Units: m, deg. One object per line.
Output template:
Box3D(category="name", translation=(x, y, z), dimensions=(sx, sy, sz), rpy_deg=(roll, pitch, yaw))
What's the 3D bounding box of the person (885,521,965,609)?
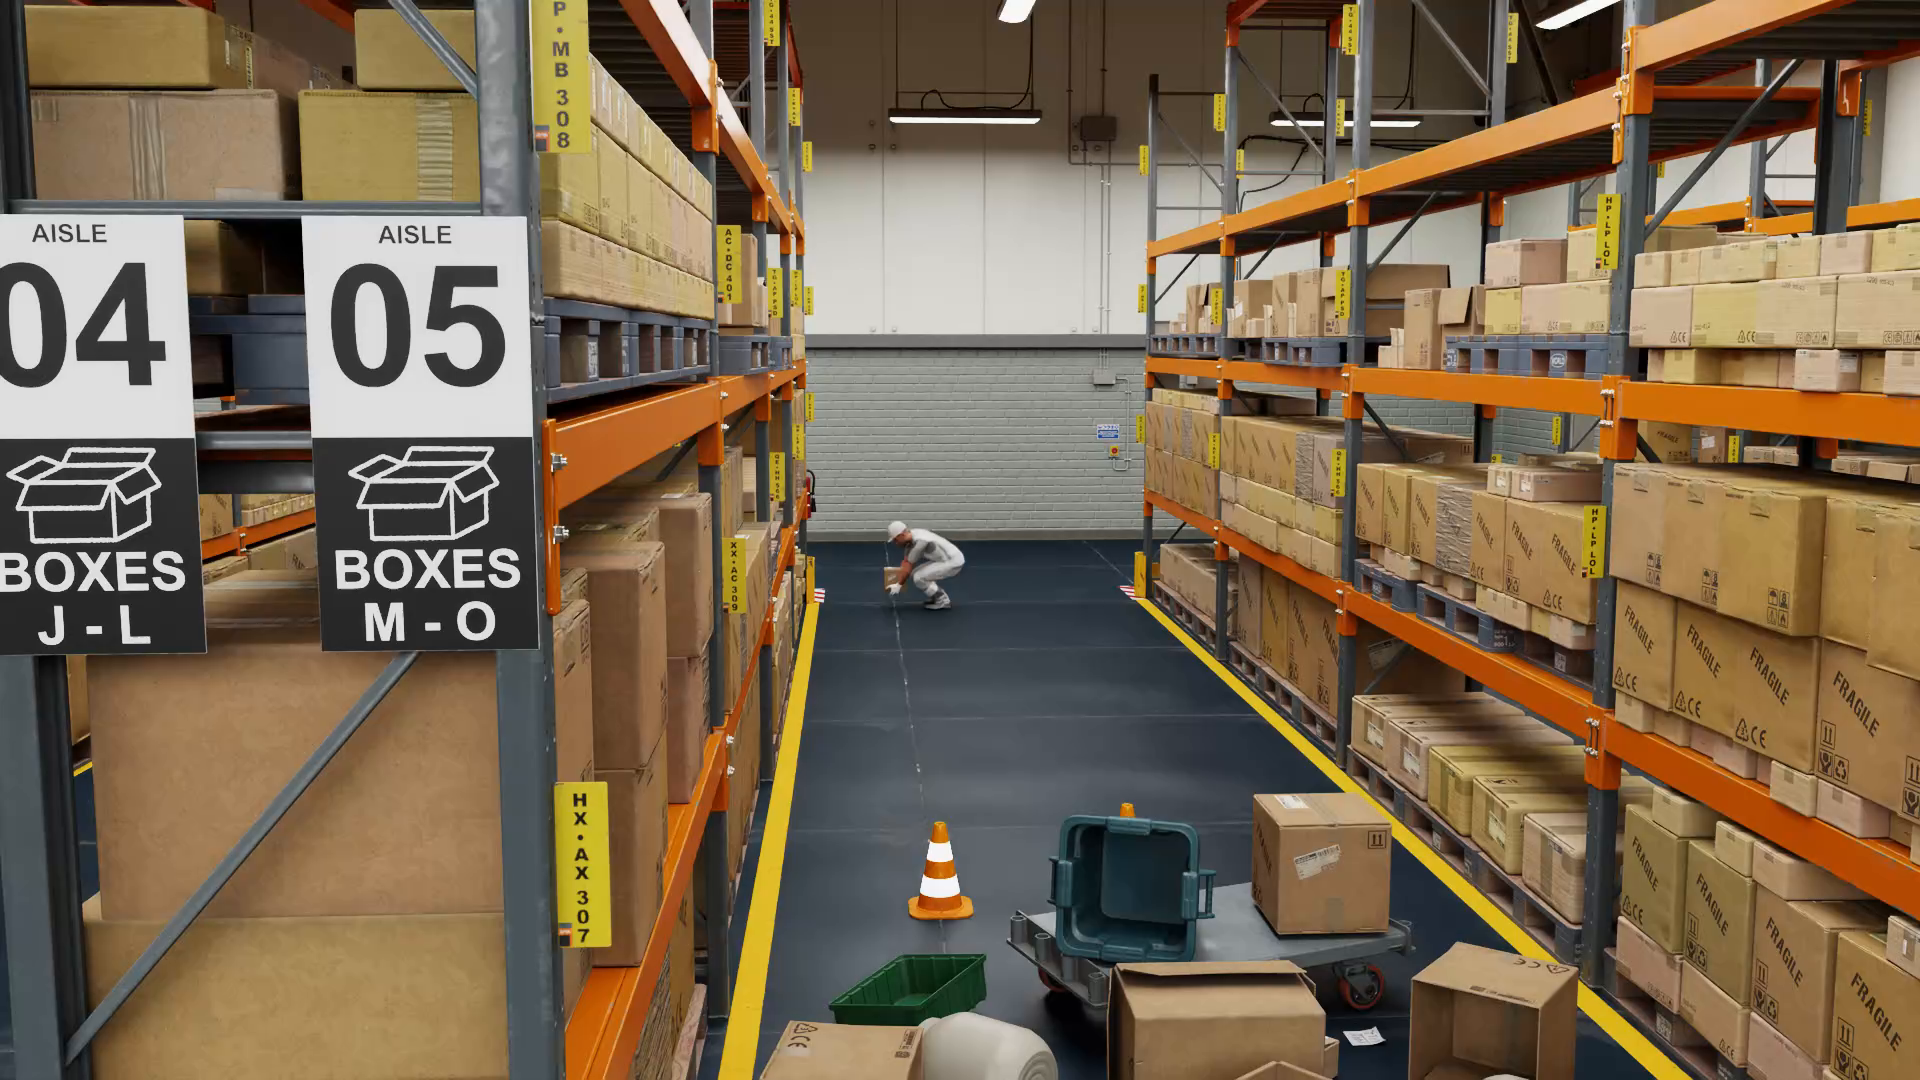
Box3D(category="person", translation=(-0.395, 0.277, 18.707), dimensions=(0.903, 0.994, 0.541), rpy_deg=(-1, 7, -5))
